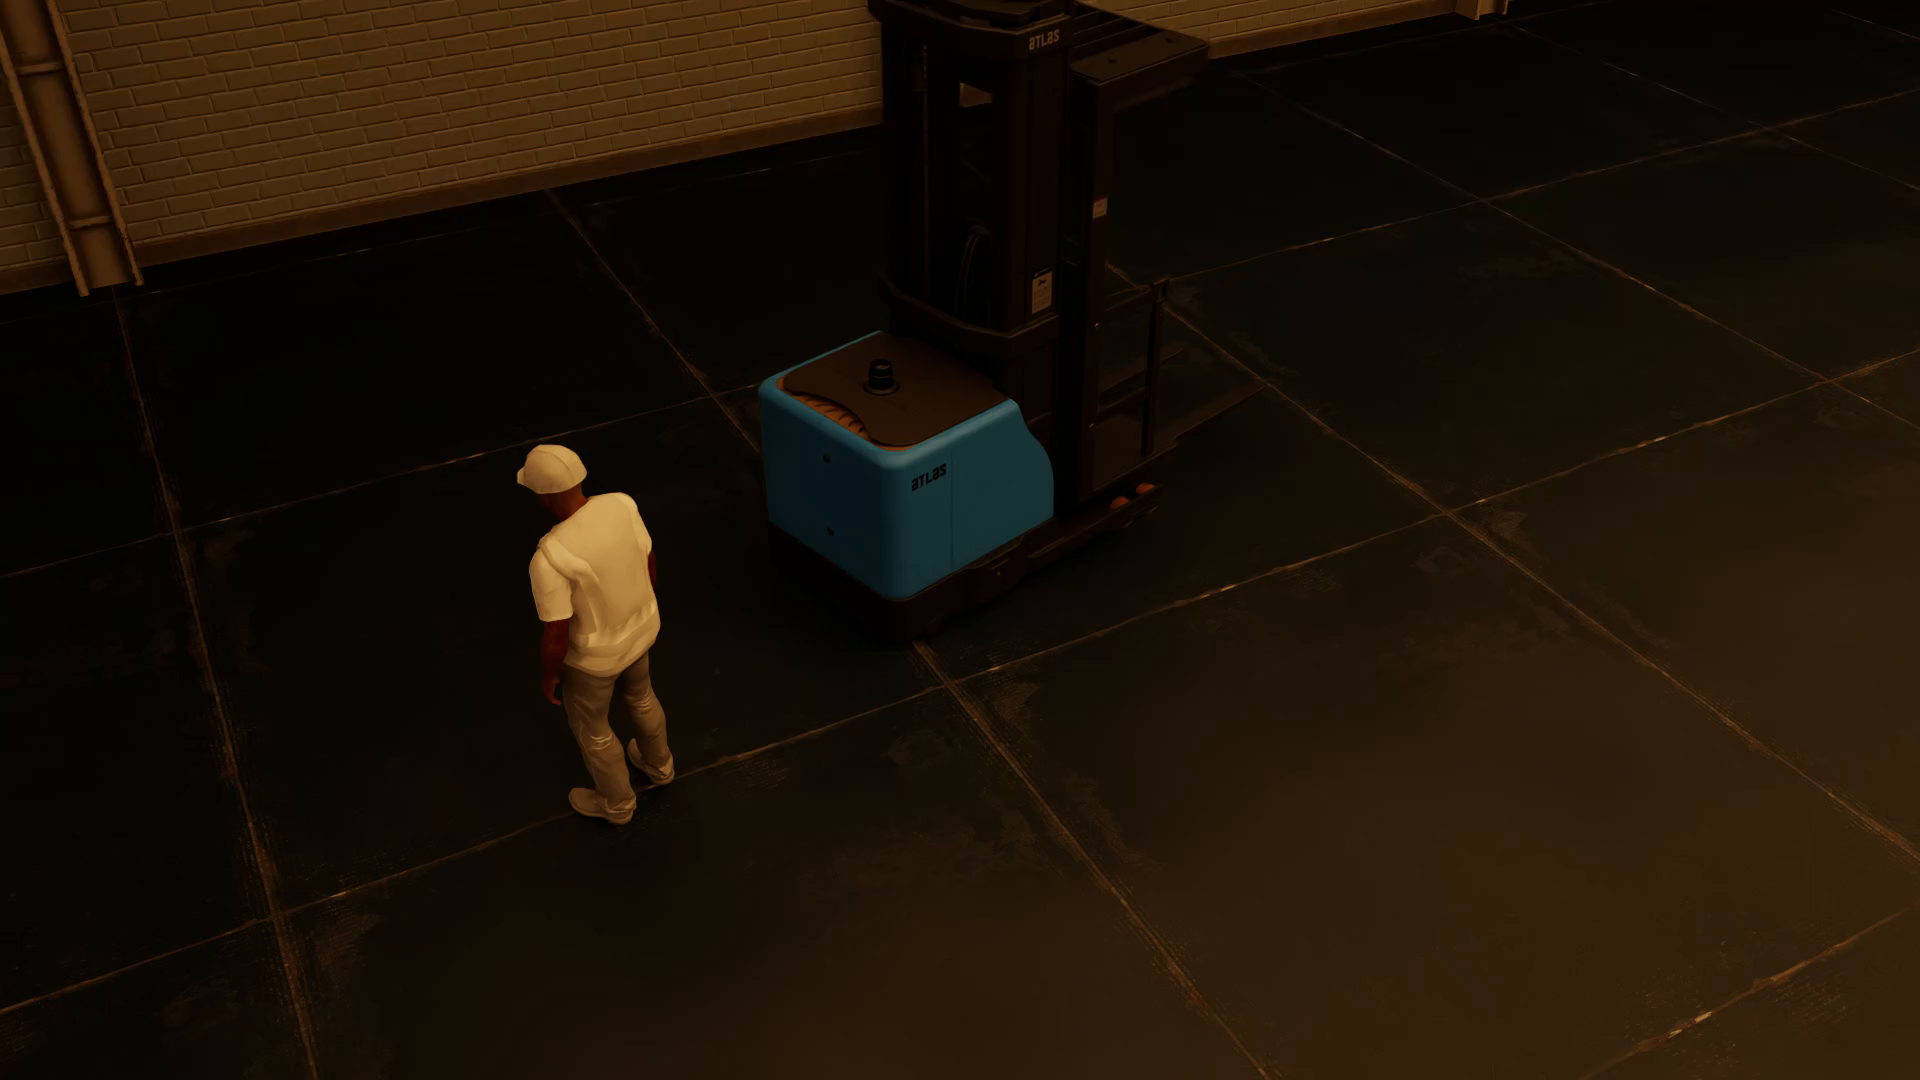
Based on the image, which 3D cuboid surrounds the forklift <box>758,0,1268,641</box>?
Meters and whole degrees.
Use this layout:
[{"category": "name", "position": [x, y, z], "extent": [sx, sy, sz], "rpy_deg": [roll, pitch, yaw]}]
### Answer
[{"category": "forklift", "position": [0.441, -1.454, 8.180], "extent": [3.031, 2.935, 1.130], "rpy_deg": [-29, 44, -34]}]

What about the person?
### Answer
[{"category": "person", "position": [-1.437, 0.381, 6.603], "extent": [0.460, 1.759, 0.629], "rpy_deg": [20, 40, 26]}]
